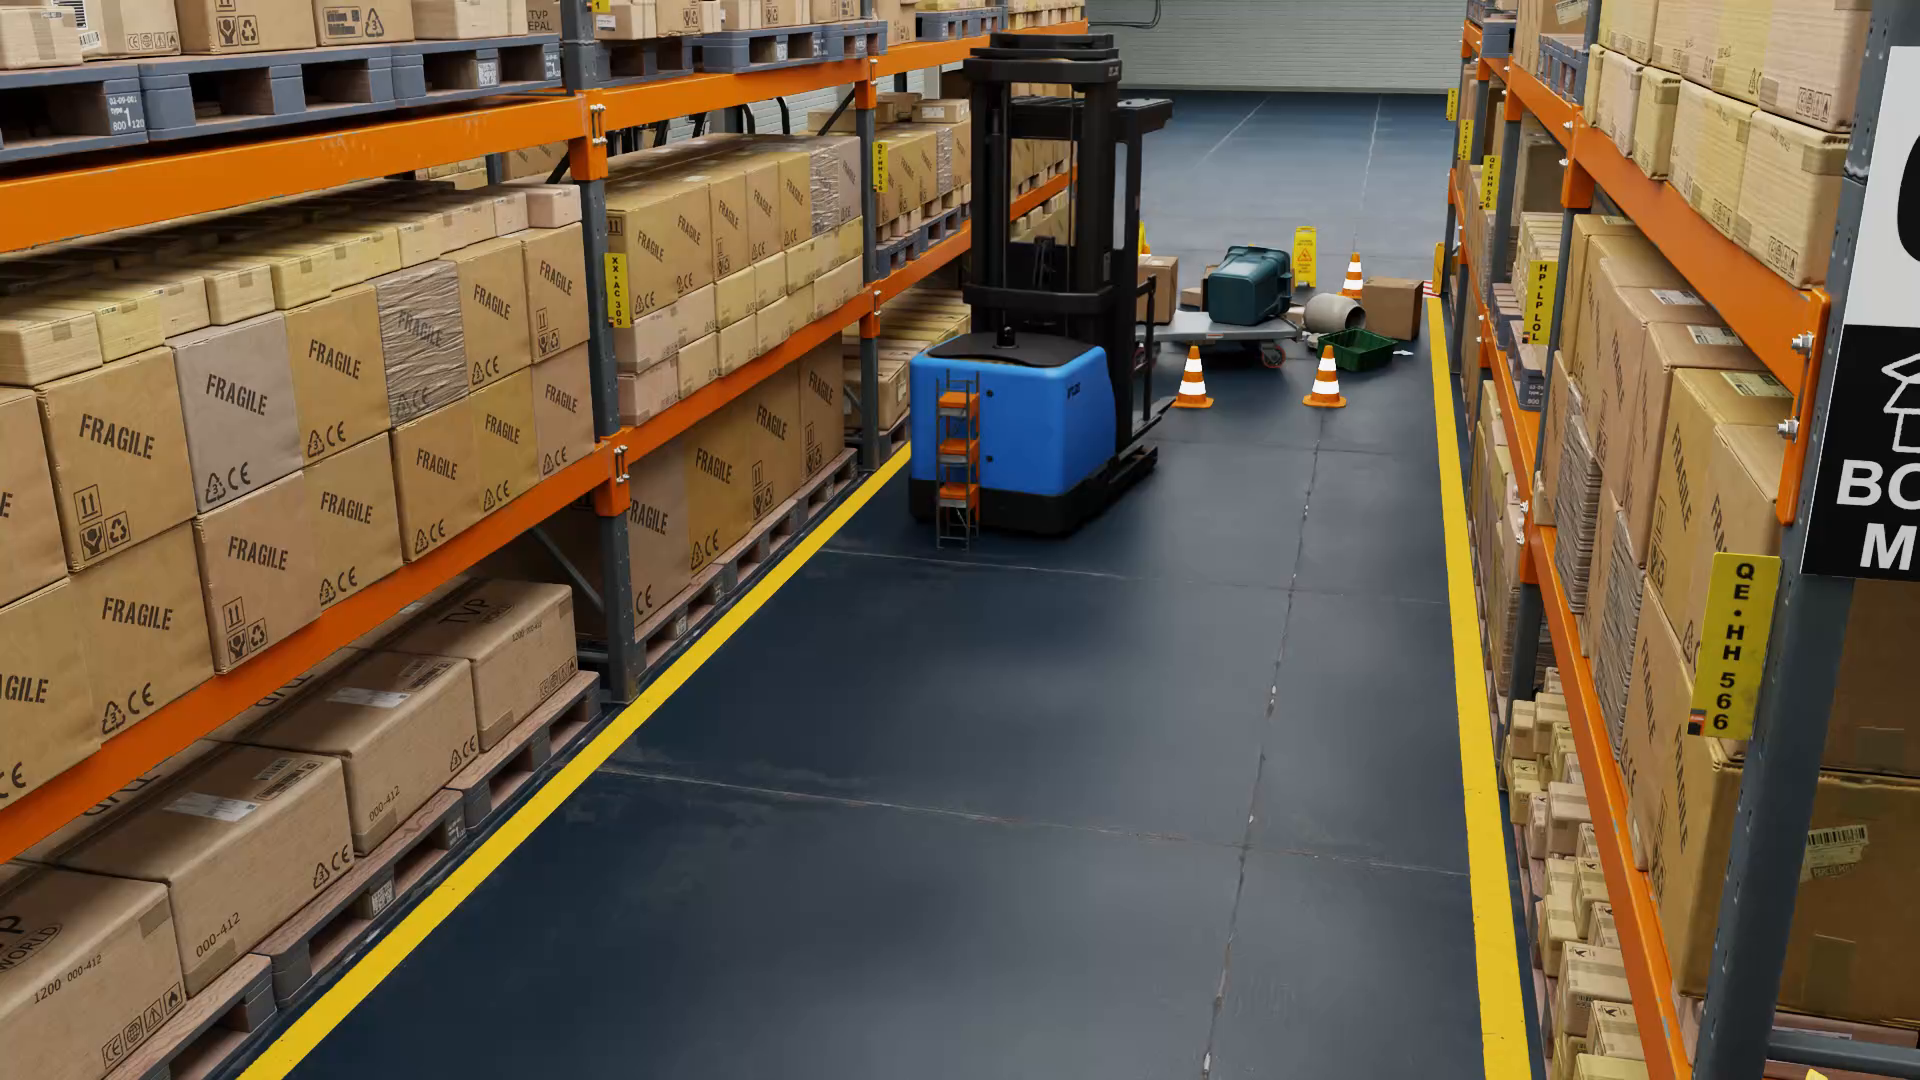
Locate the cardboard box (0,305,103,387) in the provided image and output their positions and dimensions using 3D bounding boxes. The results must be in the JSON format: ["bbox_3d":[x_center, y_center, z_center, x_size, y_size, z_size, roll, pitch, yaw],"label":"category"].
[{"bbox_3d":[-2.491,-0.510,4.336,0.380,0.149,0.250,5,20,15],"label":"cardboard box"}]

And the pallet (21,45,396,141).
[{"bbox_3d":[-2.549,-1.428,5.224,1.003,0.211,1.213,5,19,13],"label":"pallet"}]

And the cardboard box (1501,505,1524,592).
[{"bbox_3d":[2.723,0.048,7.464,0.500,0.250,0.500,4,19,12],"label":"cardboard box"}]

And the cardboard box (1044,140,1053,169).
[{"bbox_3d":[0.633,-3.974,16.567,0.500,0.500,0.500,5,19,14],"label":"cardboard box"}]

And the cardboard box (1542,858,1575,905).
[{"bbox_3d":[2.106,1.179,5.397,0.380,0.149,0.250,5,19,13],"label":"cardboard box"}]

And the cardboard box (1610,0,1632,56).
[{"bbox_3d":[2.309,-1.625,5.123,0.500,0.250,0.500,5,19,13],"label":"cardboard box"}]

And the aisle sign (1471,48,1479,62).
[{"bbox_3d":[5.444,-5.365,17.233,0.394,0.787,0.004,5,19,13],"label":"aisle sign"}]

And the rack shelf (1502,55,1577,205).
[{"bbox_3d":[3.275,-2.034,7.974,1.077,0.370,4.000,5,19,13],"label":"rack shelf"}]

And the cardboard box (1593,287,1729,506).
[{"bbox_3d":[2.048,-0.387,4.518,0.500,0.500,0.500,4,19,11],"label":"cardboard box"}]

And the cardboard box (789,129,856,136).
[{"bbox_3d":[-0.982,-2.813,12.519,0.500,0.500,0.500,3,19,10],"label":"cardboard box"}]

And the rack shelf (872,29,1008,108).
[{"bbox_3d":[-0.573,-3.647,12.696,1.077,0.370,4.000,5,19,13],"label":"rack shelf"}]

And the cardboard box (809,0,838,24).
[{"bbox_3d":[-1.119,-3.281,9.708,0.700,0.500,0.500,4,19,11],"label":"cardboard box"}]

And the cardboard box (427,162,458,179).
[{"bbox_3d":[-4.889,-3.415,15.004,0.500,0.250,0.500,4,19,12],"label":"cardboard box"}]

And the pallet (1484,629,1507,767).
[{"bbox_3d":[2.975,0.748,7.672,1.003,0.211,1.213,5,19,13],"label":"pallet"}]

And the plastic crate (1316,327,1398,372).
[{"bbox_3d":[3.513,-1.690,14.756,0.450,0.188,0.662,29,33,36],"label":"plastic crate"}]

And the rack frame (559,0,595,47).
[{"bbox_3d":[-2.039,-3.526,6.589,1.000,3.000,0.127,5,19,13],"label":"rack frame"}]

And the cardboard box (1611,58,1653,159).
[{"bbox_3d":[2.157,-1.233,4.747,0.500,0.250,0.500,6,20,16],"label":"cardboard box"}]

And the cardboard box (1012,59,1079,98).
[{"bbox_3d":[0.824,-4.606,16.871,0.700,0.500,0.500,4,19,13],"label":"cardboard box"}]

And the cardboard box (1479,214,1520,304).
[{"bbox_3d":[3.613,-1.791,10.637,0.500,0.500,0.500,5,19,13],"label":"cardboard box"}]

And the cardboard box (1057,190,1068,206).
[{"bbox_3d":[0.926,-3.616,17.573,0.380,0.149,0.250,5,20,15],"label":"cardboard box"}]

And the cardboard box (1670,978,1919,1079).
[{"bbox_3d":[1.614,0.920,3.241,0.380,0.149,0.250,5,19,13],"label":"cardboard box"}]

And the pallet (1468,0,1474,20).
[{"bbox_3d":[5.547,-5.233,16.365,1.003,0.211,1.213,5,19,13],"label":"pallet"}]

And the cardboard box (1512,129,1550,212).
[{"bbox_3d":[4.005,-2.401,10.874,0.700,0.500,0.500,4,19,13],"label":"cardboard box"}]

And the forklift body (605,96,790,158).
[{"bbox_3d":[-2.615,-3.699,17.690,2.313,2.155,1.214,5,19,13],"label":"forklift body"}]

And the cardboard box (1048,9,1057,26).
[{"bbox_3d":[0.745,-5.130,16.314,0.380,0.149,0.250,4,19,13],"label":"cardboard box"}]

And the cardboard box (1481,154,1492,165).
[{"bbox_3d":[4.819,-3.023,14.165,0.875,0.550,0.550,5,19,13],"label":"cardboard box"}]

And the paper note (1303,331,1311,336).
[{"bbox_3d":[3.298,-1.997,15.998,0.172,0.023,0.155,12,22,32],"label":"paper note"}]

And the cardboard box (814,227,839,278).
[{"bbox_3d":[-1.055,-1.774,10.198,0.500,0.250,0.500,4,19,12],"label":"cardboard box"}]

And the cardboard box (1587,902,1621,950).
[{"bbox_3d":[2.058,1.205,4.860,0.380,0.149,0.250,4,19,12],"label":"cardboard box"}]

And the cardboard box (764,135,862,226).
[{"bbox_3d":[-0.934,-2.279,10.516,0.500,0.500,0.500,4,19,12],"label":"cardboard box"}]

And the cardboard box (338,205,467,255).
[{"bbox_3d":[-2.090,-1.161,6.240,0.380,0.149,0.250,4,19,13],"label":"cardboard box"}]

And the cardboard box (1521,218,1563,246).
[{"bbox_3d":[3.400,-1.729,9.427,0.380,0.149,0.250,4,19,12],"label":"cardboard box"}]

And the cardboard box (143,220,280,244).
[{"bbox_3d":[-2.631,-1.032,5.863,0.380,0.149,0.250,5,19,13],"label":"cardboard box"}]

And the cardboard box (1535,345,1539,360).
[{"bbox_3d":[3.006,-0.956,8.086,0.380,0.149,0.250,6,20,16],"label":"cardboard box"}]

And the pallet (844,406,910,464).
[{"bbox_3d":[-0.869,-0.866,12.397,1.003,0.211,1.213,5,19,13],"label":"pallet"}]

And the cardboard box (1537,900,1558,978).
[{"bbox_3d":[2.108,1.321,5.440,0.380,0.149,0.250,4,19,12],"label":"cardboard box"}]

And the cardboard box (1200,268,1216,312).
[{"bbox_3d":[2.699,-2.287,15.895,0.797,0.637,0.503,5,19,13],"label":"cardboard box"}]

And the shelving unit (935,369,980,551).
[{"bbox_3d":[-0.013,-0.480,9.969,0.215,1.050,0.252,5,19,13],"label":"shelving unit"}]

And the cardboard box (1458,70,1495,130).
[{"bbox_3d":[5.276,-4.213,15.980,0.875,0.550,0.550,5,19,13],"label":"cardboard box"}]

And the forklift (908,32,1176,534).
[{"bbox_3d":[0.731,-1.861,11.102,1.130,2.935,3.031,8,20,22],"label":"forklift"}]

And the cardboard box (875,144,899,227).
[{"bbox_3d":[-0.727,-2.450,11.456,0.500,0.500,0.500,4,19,12],"label":"cardboard box"}]

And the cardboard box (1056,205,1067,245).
[{"bbox_3d":[0.826,-3.265,17.550,0.500,0.500,0.500,5,20,15],"label":"cardboard box"}]

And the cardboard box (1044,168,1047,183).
[{"bbox_3d":[0.660,-3.630,16.565,0.380,0.149,0.250,5,19,13],"label":"cardboard box"}]

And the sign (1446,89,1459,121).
[{"bbox_3d":[5.181,-4.582,17.500,0.100,0.325,0.005,5,19,13],"label":"sign"}]

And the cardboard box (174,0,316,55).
[{"bbox_3d":[-2.378,-1.766,5.118,0.500,0.500,0.500,5,19,14],"label":"cardboard box"}]

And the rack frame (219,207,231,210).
[{"bbox_3d":[-5.875,-2.332,12.373,1.000,3.000,0.127,5,19,13],"label":"rack frame"}]

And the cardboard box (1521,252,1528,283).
[{"bbox_3d":[3.324,-1.497,9.210,0.380,0.149,0.250,4,19,12],"label":"cardboard box"}]

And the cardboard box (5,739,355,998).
[{"bbox_3d":[-2.736,1.078,5.705,0.875,0.438,0.875,5,20,15],"label":"cardboard box"}]

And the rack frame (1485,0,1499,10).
[{"bbox_3d":[4.741,-5.674,12.878,1.000,3.000,0.127,5,19,13],"label":"rack frame"}]

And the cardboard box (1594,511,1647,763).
[{"bbox_3d":[1.914,0.256,4.183,0.500,0.500,0.500,5,19,14],"label":"cardboard box"}]

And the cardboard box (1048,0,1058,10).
[{"bbox_3d":[0.662,-5.277,16.127,0.500,0.250,0.500,5,19,14],"label":"cardboard box"}]

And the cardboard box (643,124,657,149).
[{"bbox_3d":[-3.786,-4.711,19.186,0.500,0.500,0.500,4,19,12],"label":"cardboard box"}]

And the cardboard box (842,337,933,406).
[{"bbox_3d":[-0.741,-1.304,12.781,0.950,0.372,0.625,4,19,12],"label":"cardboard box"}]

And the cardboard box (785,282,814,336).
[{"bbox_3d":[-1.181,-1.373,9.799,0.500,0.250,0.500,4,19,13],"label":"cardboard box"}]

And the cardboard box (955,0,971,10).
[{"bbox_3d":[-0.215,-4.389,13.339,0.500,0.250,0.500,5,19,14],"label":"cardboard box"}]

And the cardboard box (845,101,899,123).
[{"bbox_3d":[-0.707,-3.420,13.292,0.380,0.149,0.250,6,20,16],"label":"cardboard box"}]

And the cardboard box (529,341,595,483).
[{"bbox_3d":[-1.904,-0.569,7.058,0.500,0.500,0.500,5,19,14],"label":"cardboard box"}]
